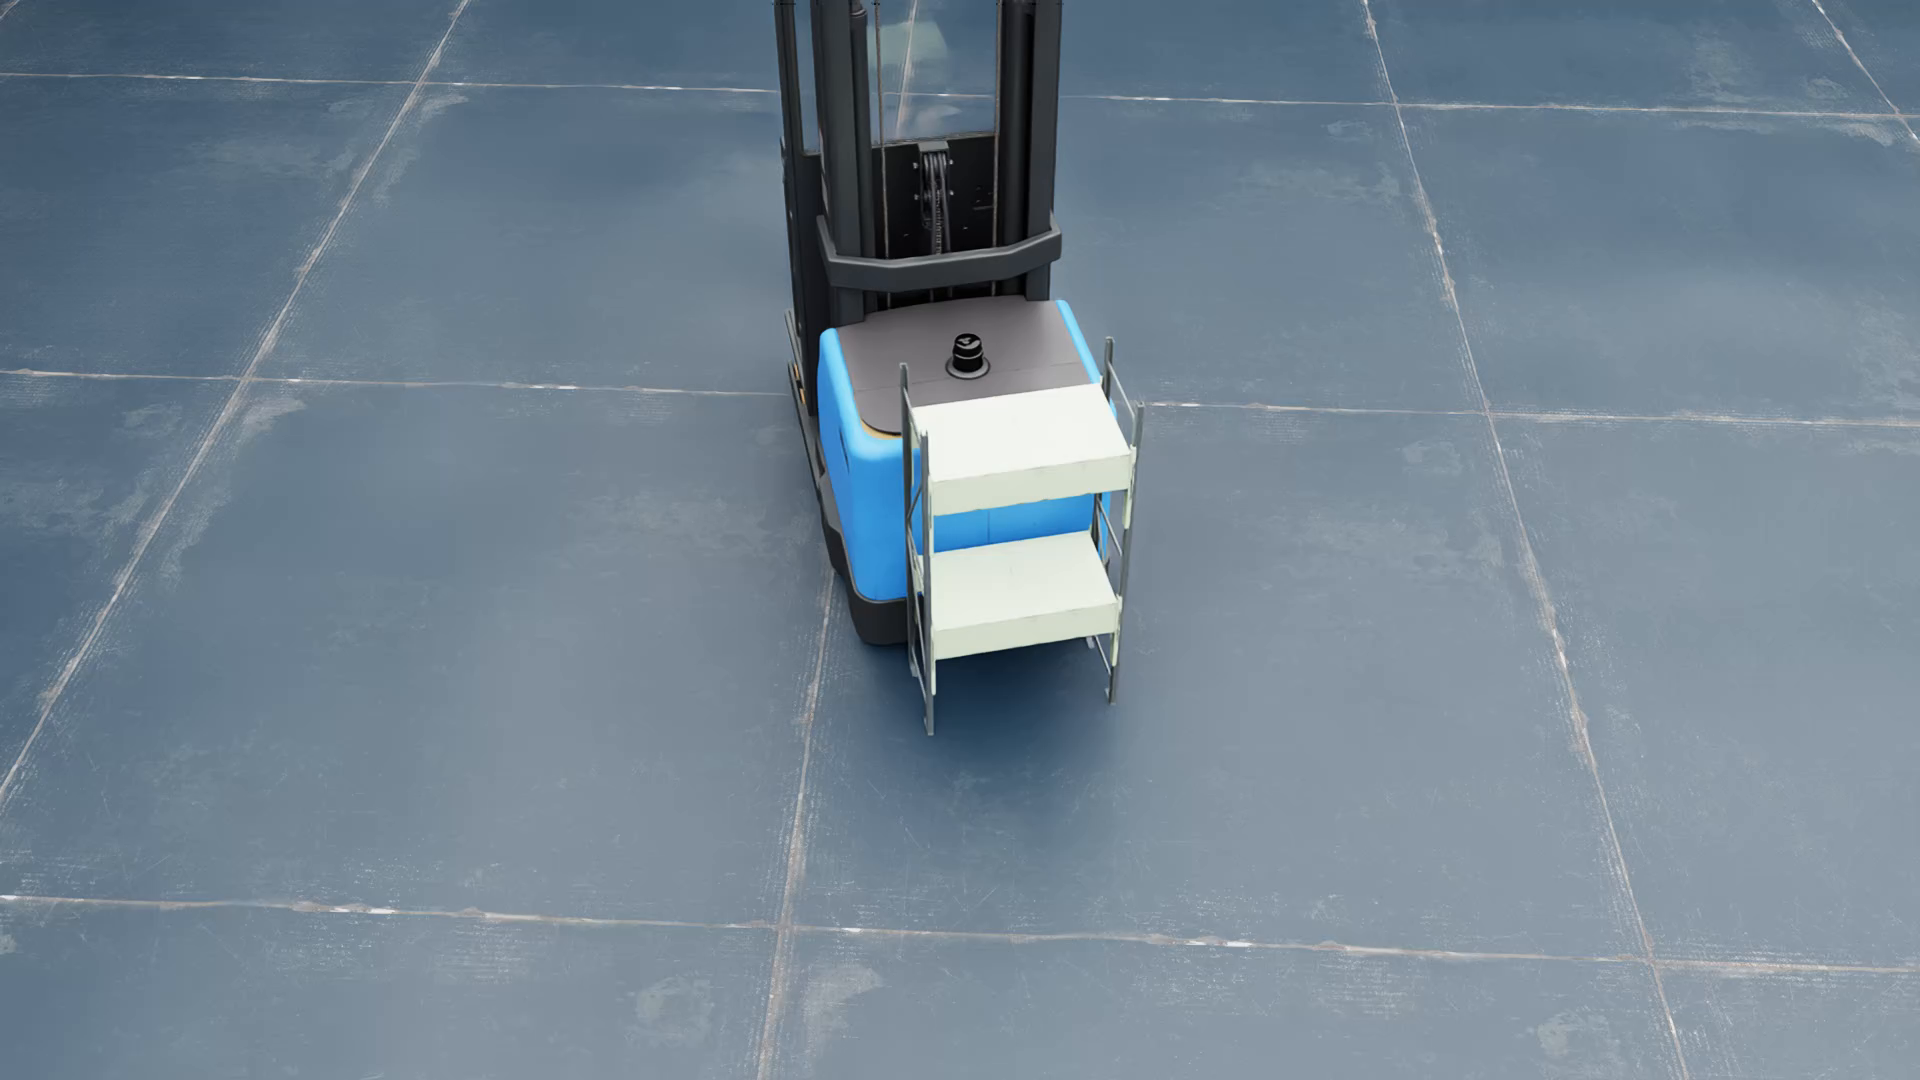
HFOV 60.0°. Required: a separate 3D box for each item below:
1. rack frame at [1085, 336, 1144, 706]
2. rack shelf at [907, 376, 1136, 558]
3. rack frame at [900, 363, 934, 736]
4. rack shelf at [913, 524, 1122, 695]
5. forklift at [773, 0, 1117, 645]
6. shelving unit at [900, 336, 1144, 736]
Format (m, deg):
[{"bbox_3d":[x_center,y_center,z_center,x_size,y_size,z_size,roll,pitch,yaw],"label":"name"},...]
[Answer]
[{"bbox_3d":[0.561,-0.029,6.181,0.023,1.500,0.400,-8,44,-9],"label":"rack frame"},{"bbox_3d":[0.203,-0.262,5.858,0.720,0.370,0.431,-8,44,-9],"label":"rack shelf"},{"bbox_3d":[-0.154,0.076,6.068,0.023,1.500,0.400,-8,44,-9],"label":"rack frame"},{"bbox_3d":[0.203,0.262,6.347,0.720,0.370,0.431,-8,44,-9],"label":"rack shelf"},{"bbox_3d":[-0.205,-1.668,6.890,1.130,2.935,3.031,-8,44,-9],"label":"forklift"},{"bbox_3d":[0.203,0.024,6.124,0.755,1.500,0.431,-8,44,-9],"label":"shelving unit"}]
